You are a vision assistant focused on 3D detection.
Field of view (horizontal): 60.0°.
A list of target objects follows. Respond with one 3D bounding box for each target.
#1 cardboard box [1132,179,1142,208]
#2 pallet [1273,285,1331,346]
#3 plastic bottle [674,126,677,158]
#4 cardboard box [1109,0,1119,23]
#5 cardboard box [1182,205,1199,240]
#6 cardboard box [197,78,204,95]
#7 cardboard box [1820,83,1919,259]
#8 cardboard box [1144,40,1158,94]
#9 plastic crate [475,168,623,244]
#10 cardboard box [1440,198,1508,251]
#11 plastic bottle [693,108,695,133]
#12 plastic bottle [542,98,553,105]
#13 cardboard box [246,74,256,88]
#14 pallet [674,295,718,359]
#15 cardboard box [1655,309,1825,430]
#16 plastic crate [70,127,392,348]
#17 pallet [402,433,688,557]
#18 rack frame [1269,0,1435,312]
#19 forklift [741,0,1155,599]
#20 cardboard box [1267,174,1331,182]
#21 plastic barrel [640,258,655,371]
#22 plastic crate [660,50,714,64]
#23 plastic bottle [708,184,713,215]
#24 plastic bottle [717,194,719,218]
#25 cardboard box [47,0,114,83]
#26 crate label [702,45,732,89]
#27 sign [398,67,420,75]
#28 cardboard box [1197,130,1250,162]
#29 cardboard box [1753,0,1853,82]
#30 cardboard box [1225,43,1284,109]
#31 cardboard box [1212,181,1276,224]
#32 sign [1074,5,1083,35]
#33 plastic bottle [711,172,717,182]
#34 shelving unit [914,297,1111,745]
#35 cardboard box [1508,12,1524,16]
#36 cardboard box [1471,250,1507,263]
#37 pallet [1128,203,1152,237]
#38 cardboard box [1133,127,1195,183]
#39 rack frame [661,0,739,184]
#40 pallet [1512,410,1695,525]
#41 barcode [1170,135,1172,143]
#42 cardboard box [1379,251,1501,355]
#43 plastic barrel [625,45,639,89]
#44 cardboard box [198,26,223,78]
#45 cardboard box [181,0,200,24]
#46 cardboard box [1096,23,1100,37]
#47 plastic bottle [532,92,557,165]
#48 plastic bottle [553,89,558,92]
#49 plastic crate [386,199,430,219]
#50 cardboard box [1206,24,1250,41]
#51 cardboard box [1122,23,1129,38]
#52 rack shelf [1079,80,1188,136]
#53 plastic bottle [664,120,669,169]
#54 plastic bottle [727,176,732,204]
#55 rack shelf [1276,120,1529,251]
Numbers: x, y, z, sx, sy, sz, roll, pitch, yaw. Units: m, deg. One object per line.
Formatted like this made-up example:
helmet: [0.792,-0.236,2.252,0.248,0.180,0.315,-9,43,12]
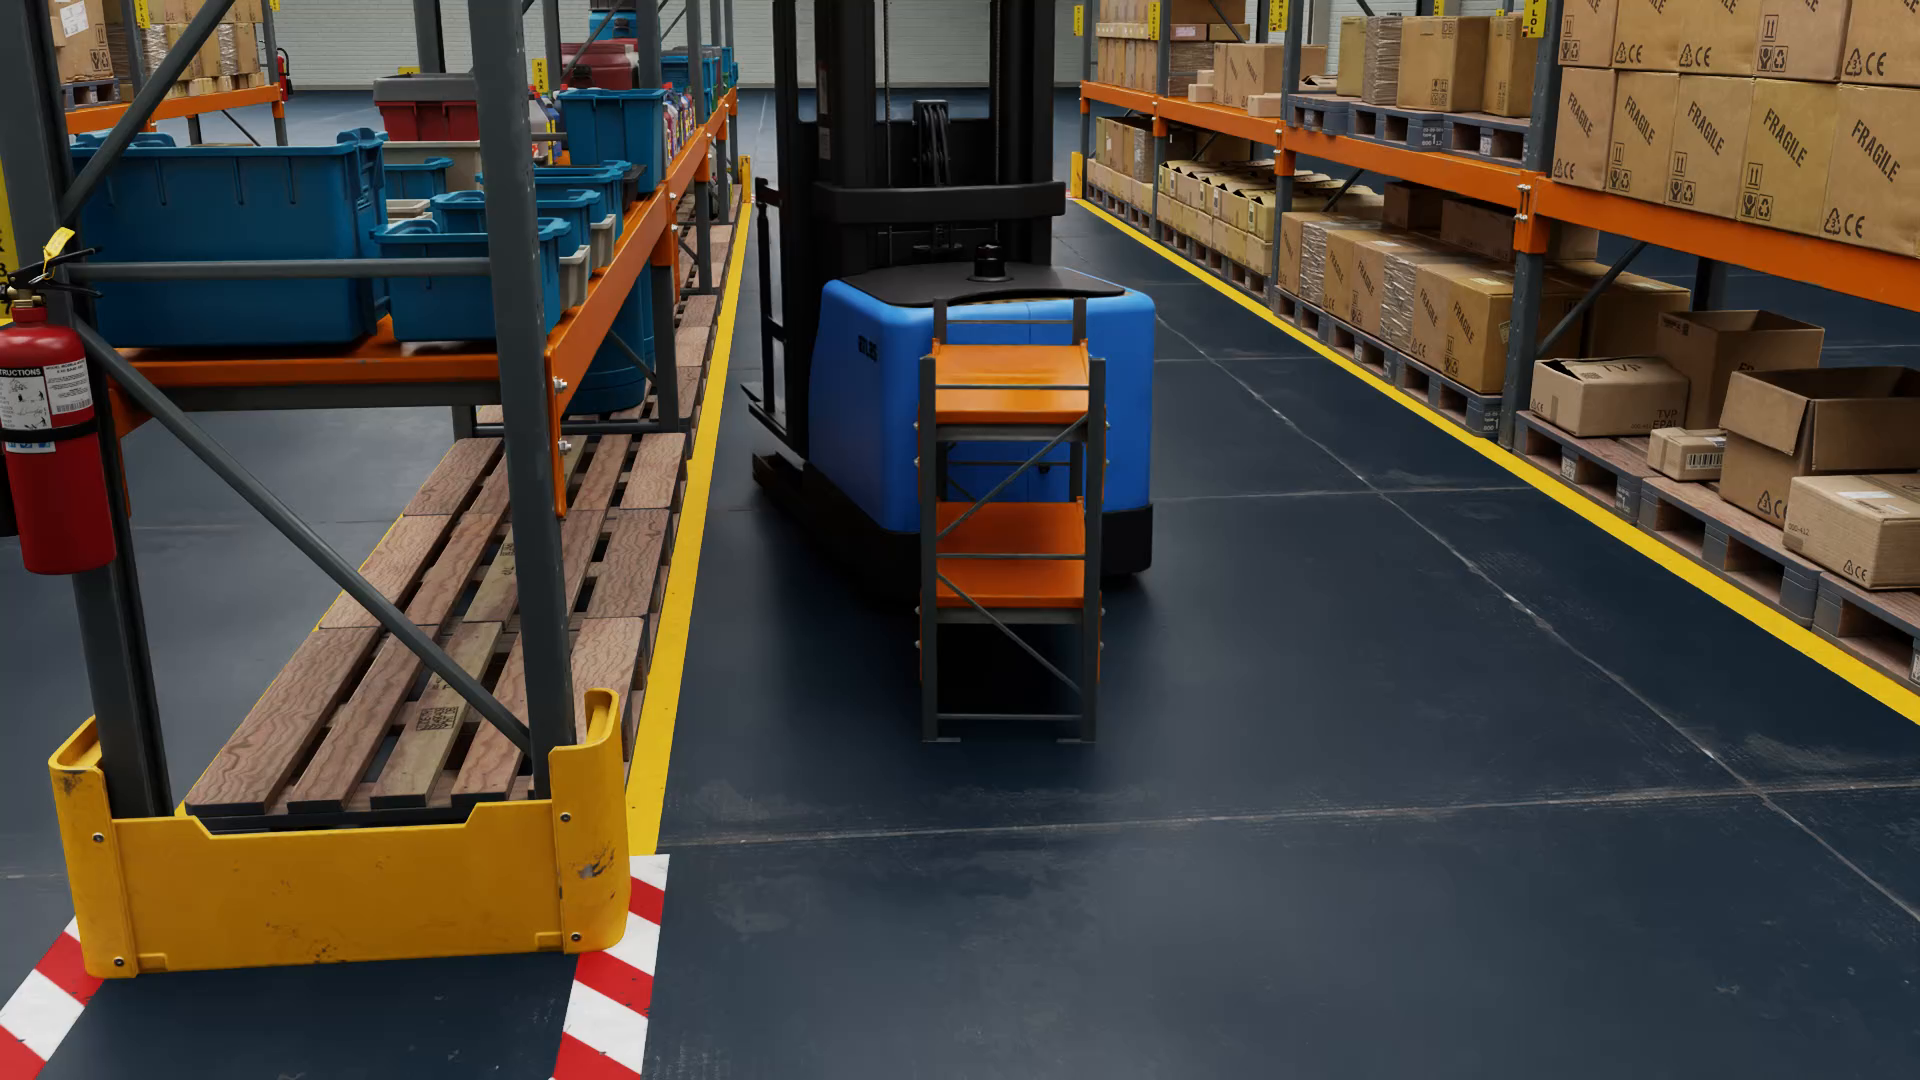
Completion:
cardboard box: [2.005,-3.444,16.529,0.500,0.250,0.500,-2,18,-6]
pallet: [2.764,-1.529,11.196,1.003,0.211,1.213,-2,18,-6]
plastic bottle: [-1.539,-2.106,8.708,0.097,0.201,0.097,0,17,0]
cardboard box: [2.000,-5.822,17.880,0.700,0.500,0.500,-2,18,-7]
cardboard box: [2.215,-2.729,14.252,0.500,0.250,0.500,-2,18,-7]
cardboard box: [-7.418,-4.295,15.770,0.380,0.149,0.250,-2,18,-6]
cardboard box: [3.130,-1.176,5.248,0.500,0.500,0.500,-2,18,-5]
cardboard box: [2.199,-4.612,16.192,0.700,0.500,0.500,-2,18,-6]
plastic crate: [-1.211,-0.973,4.947,0.416,0.233,0.300,-2,18,-6]
cardboard box: [3.174,-1.866,9.799,0.500,0.250,0.500,-2,18,-7]
plastic bottle: [-1.743,-2.694,10.583,0.097,0.201,0.097,0,17,0]
plastic bottle: [-2.336,-2.320,9.267,0.152,0.276,0.135,-2,18,-6]
cardboard box: [-7.617,-4.816,17.429,0.380,0.149,0.250,-2,18,-6]
pallet: [-2.080,-1.367,10.680,1.003,0.211,1.213,-2,18,-6]
cardboard box: [3.478,-0.748,7.490,0.500,0.500,0.500,-2,18,-6]
plastic crate: [-1.598,-0.687,3.700,0.616,0.435,0.499,-2,18,-6]
pallet: [-1.676,-0.191,6.934,1.003,0.211,1.213,-2,18,-6]
rack frame: [2.725,-3.083,11.490,1.000,3.000,0.127,-2,18,-6]
forklift: [-0.277,-1.593,6.859,1.130,2.935,3.031,-6,18,-19]
cardboard box: [2.796,-2.866,13.751,0.500,0.311,0.500,-2,18,-6]
plastic barrel: [-1.902,-1.312,8.652,0.600,0.901,0.708,-2,18,-6]
plastic crate: [-2.065,-3.453,12.561,0.402,0.464,0.583,-2,18,-6]
plastic bottle: [-2.378,-3.238,15.782,0.061,0.283,0.133,-2,18,-6]
plastic bottle: [-2.212,-3.140,15.491,0.097,0.271,0.097,0,17,0]
cardboard box: [-7.599,-4.216,13.395,1.000,1.000,1.000,-2,18,-5]
crate label: [-2.569,-4.792,16.873,0.502,0.435,0.616,-2,18,-6]
sign: [-2.337,-1.855,7.117,0.100,0.325,0.005,-2,18,-6]
cardboard box: [2.576,-3.669,15.994,0.500,0.500,0.500,-2,18,-6]
cardboard box: [3.067,-1.807,5.587,0.500,0.500,0.500,-1,17,-4]
cardboard box: [2.481,-3.787,13.566,0.500,0.500,0.500,-2,18,-6]
cardboard box: [2.316,-2.693,13.200,0.500,0.311,0.500,-2,18,-6]
sign: [1.347,-5.902,18.892,0.100,0.325,0.005,-2,18,-6]
plastic bottle: [-2.509,-3.616,16.987,0.061,0.283,0.133,-2,18,-6]
shelving unit: [0.153,-0.104,5.130,0.538,1.125,1.048,0,17,1]
cardboard box: [6.577,-5.765,18.998,0.500,0.500,0.500,-2,18,-6]
cardboard box: [3.220,-1.368,9.466,0.500,0.500,0.500,-2,17,-5]
pallet: [2.272,-3.183,16.463,1.003,0.211,1.213,-2,18,-6]
cardboard box: [2.007,-3.802,16.417,0.500,0.500,0.500,-2,18,-6]
rack frame: [-3.028,-5.315,18.598,1.000,3.000,0.127,-2,18,-6]
pallet: [3.207,-0.356,7.460,1.003,0.211,1.213,-2,18,-6]
barcode: [1.924,-3.662,15.168,0.001,0.075,0.075,-2,18,-6]
cardboard box: [2.707,-1.344,9.389,0.500,0.500,0.500,-2,17,-5]
plastic barrel: [-2.521,-3.285,11.945,0.421,0.512,0.421,0,17,0]
cardboard box: [-7.705,-4.742,16.110,0.875,0.500,0.500,-2,18,-6]
cardboard box: [-7.439,-5.077,15.507,0.500,0.500,0.500,-2,18,-6]
cardboard box: [1.726,-5.700,18.577,0.380,0.149,0.250,-2,18,-6]
plastic bottle: [-2.086,-2.039,8.248,0.144,0.351,0.185,-2,18,-6]
plastic bottle: [-2.491,-2.637,10.265,0.061,0.283,0.133,-2,18,-6]
plastic crate: [-1.759,-0.945,5.019,0.298,0.136,0.250,-2,18,-6]
cardboard box: [2.477,-4.718,15.448,0.380,0.149,0.250,-2,18,-6]
cardboard box: [1.884,-5.242,17.118,0.380,0.149,0.250,-2,18,-5]
rack shelf: [2.106,-4.528,17.292,1.077,0.370,4.000,-2,18,-6]
plastic bottle: [-1.496,-1.939,8.053,0.152,0.276,0.135,-2,18,-6]
plastic bottle: [-2.349,-3.505,16.523,0.144,0.351,0.185,-2,18,-6]
rack shelf: [2.931,-2.144,9.700,1.077,0.370,4.000,-2,18,-6]
